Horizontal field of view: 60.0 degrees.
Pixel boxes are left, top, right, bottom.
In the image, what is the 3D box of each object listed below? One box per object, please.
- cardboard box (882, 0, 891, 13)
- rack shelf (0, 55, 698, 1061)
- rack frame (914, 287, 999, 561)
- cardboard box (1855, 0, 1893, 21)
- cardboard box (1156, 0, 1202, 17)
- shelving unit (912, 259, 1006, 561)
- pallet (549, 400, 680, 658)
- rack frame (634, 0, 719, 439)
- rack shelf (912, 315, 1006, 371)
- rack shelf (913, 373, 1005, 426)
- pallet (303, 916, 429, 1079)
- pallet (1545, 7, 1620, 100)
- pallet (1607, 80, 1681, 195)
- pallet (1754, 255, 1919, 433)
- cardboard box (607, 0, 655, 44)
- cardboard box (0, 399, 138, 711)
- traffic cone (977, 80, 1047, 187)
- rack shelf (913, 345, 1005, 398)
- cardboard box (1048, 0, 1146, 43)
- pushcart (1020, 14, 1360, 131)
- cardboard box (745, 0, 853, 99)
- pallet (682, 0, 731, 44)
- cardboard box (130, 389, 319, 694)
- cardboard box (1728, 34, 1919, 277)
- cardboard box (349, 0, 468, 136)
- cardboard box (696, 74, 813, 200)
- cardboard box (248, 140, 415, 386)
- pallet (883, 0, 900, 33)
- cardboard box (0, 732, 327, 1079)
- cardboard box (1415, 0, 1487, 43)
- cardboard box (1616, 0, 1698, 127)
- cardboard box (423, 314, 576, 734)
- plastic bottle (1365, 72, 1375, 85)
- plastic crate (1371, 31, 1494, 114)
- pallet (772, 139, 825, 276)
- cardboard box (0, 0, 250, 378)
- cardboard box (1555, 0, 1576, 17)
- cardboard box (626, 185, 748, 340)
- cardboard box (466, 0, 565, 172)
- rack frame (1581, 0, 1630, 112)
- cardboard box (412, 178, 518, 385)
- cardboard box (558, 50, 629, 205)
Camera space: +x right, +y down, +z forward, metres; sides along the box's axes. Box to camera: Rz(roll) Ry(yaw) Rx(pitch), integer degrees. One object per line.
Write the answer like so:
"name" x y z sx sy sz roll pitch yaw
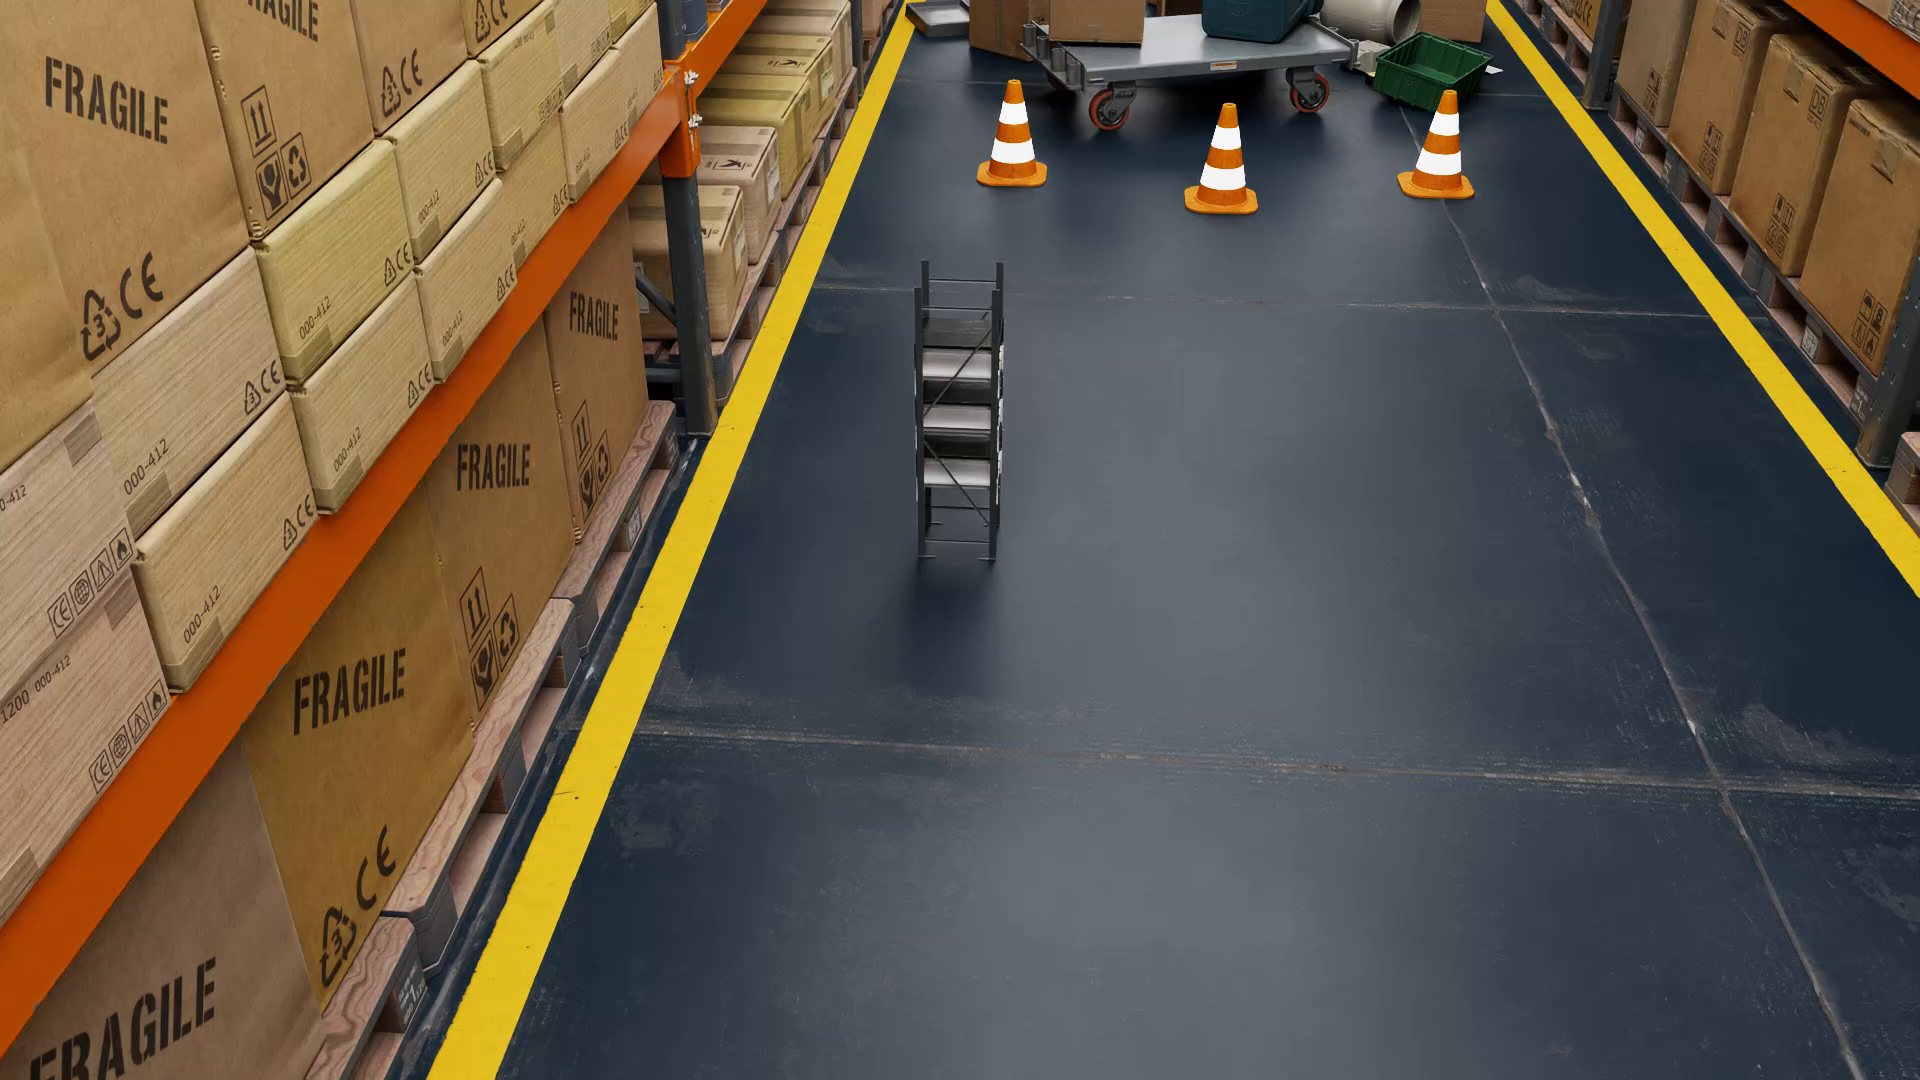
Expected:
"cardboard box" -0.690 -3.360 10.064 0.500 0.250 0.500 4 32 7
"rack shelf" -1.527 -0.332 3.615 1.077 0.370 4.000 2 32 4
"rack frame" -0.009 -0.326 4.921 0.240 0.900 0.006 2 32 4
"cardboard box" 3.388 -2.076 5.664 0.500 0.500 0.500 2 32 4
"cardboard box" 1.599 -3.346 10.071 0.797 0.637 0.503 2 32 4
"shelving unit" -0.001 -0.379 5.007 0.258 0.900 0.210 2 32 4
"pallet" -1.504 -0.088 5.191 1.003 0.211 1.213 2 32 4
"rack frame" -1.365 -1.684 5.123 1.000 3.000 0.127 2 32 4
"rack shelf" -0.001 -0.580 4.883 0.258 0.077 0.200 2 32 4
"rack shelf" -0.001 -0.427 4.977 0.258 0.077 0.200 2 32 4
"pallet" -1.703 1.188 3.121 1.003 0.211 1.213 2 32 4
"pallet" 4.043 -2.824 9.631 1.003 0.211 1.213 2 32 4
"pallet" 3.915 -2.023 8.332 1.003 0.211 1.213 2 32 4
"pallet" 3.717 -0.747 6.261 1.003 0.211 1.213 2 32 4
"cardboard box" -1.151 -1.569 4.603 0.500 0.250 0.500 2 32 4
"cardboard box" -1.373 0.041 1.991 0.500 0.250 0.500 2 32 3
"traffic cone" 0.255 -1.987 8.034 0.336 0.463 0.334 2 32 4
"rack shelf" -0.001 -0.504 4.930 0.258 0.077 0.200 2 32 4
"cardboard box" 0.738 -2.973 8.877 0.500 0.500 0.500 2 32 4
"pushcart" 1.238 -2.588 9.090 1.648 0.377 0.936 -8 33 -13
"cardboard box" -1.079 -2.561 8.651 0.950 0.372 0.625 3 32 5
"pallet" -1.413 -1.979 5.786 1.213 0.211 1.003 2 32 4
"cardboard box" -1.351 -0.018 2.563 0.500 0.250 0.500 2 32 3
"cardboard box" 3.784 -1.518 6.599 1.050 0.750 0.750 3 32 5
"cardboard box" -1.275 -1.078 3.092 0.500 0.500 0.500 2 32 3
"cardboard box" -1.189 -1.822 7.451 0.950 0.372 0.625 3 32 6
"cardboard box" -1.291 -0.496 2.862 0.500 0.250 0.500 3 32 5
"pallet" -0.923 -3.581 10.859 1.003 0.211 1.213 2 32 4
"cardboard box" -1.720 0.806 2.708 0.875 0.875 0.875 3 32 6
"cardboard box" 3.006 -3.409 10.303 0.500 0.500 0.500 8 32 12
"cardboard box" 3.942 -2.510 8.207 1.050 0.750 0.750 2 32 4
"cardboard box" -1.580 -0.134 4.234 0.875 0.875 0.875 3 32 5
"plastic bottle" 2.421 -2.575 9.370 0.133 0.061 0.283 -14 34 -21
"plastic crate" 2.611 -2.591 9.221 0.450 0.188 0.662 29 41 23
"pallet" -1.198 -1.542 7.550 1.003 0.211 1.213 2 32 4
"cardboard box" -1.354 -0.546 2.228 0.500 0.500 0.500 2 32 4
"cardboard box" 4.093 -3.689 10.001 0.875 0.875 0.875 3 32 4
"cardboard box" -1.309 -1.039 6.181 0.950 0.372 0.625 0 32 1
"cardboard box" -1.210 -1.032 3.732 0.500 0.250 0.500 2 32 3
"rack frame" 3.903 -3.617 8.260 1.000 3.000 0.127 2 32 4
"cardboard box" -1.243 -0.546 3.420 0.500 0.250 0.500 2 32 3
"cardboard box" -1.173 -1.077 4.281 0.500 0.250 0.500 3 32 5
